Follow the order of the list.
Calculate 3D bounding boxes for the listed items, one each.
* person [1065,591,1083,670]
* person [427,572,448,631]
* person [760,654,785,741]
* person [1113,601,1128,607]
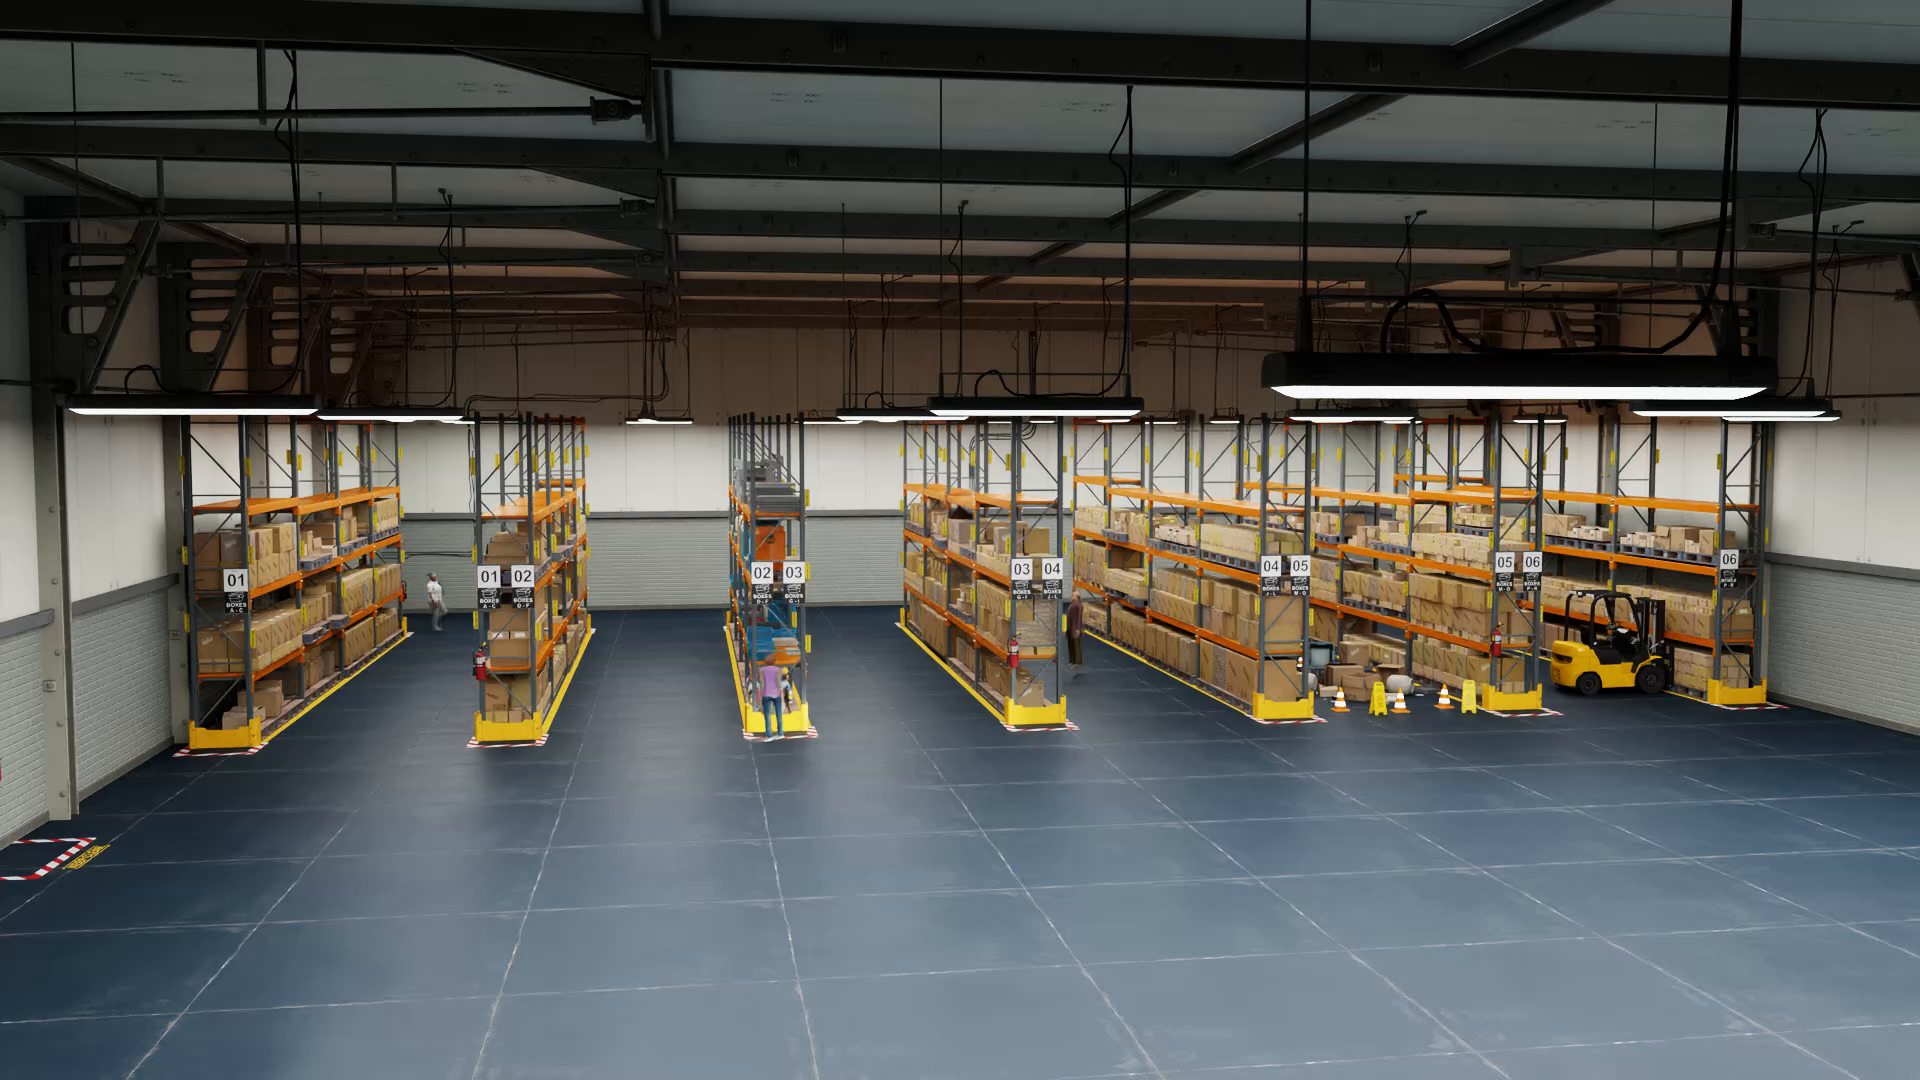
[{"bbox_3d":[2.592,2.068,38.391,0.482,1.783,0.596,-2,4,-29],"label":"person"},{"bbox_3d":[-14.599,1.711,46.440,0.439,1.662,0.533,2,4,24],"label":"person"},{"bbox_3d":[-3.426,2.863,30.298,0.437,1.613,0.473,0,4,-6],"label":"person"},{"bbox_3d":[4.943,1.341,51.526,0.702,1.739,0.619,-4,5,-44],"label":"person"}]
